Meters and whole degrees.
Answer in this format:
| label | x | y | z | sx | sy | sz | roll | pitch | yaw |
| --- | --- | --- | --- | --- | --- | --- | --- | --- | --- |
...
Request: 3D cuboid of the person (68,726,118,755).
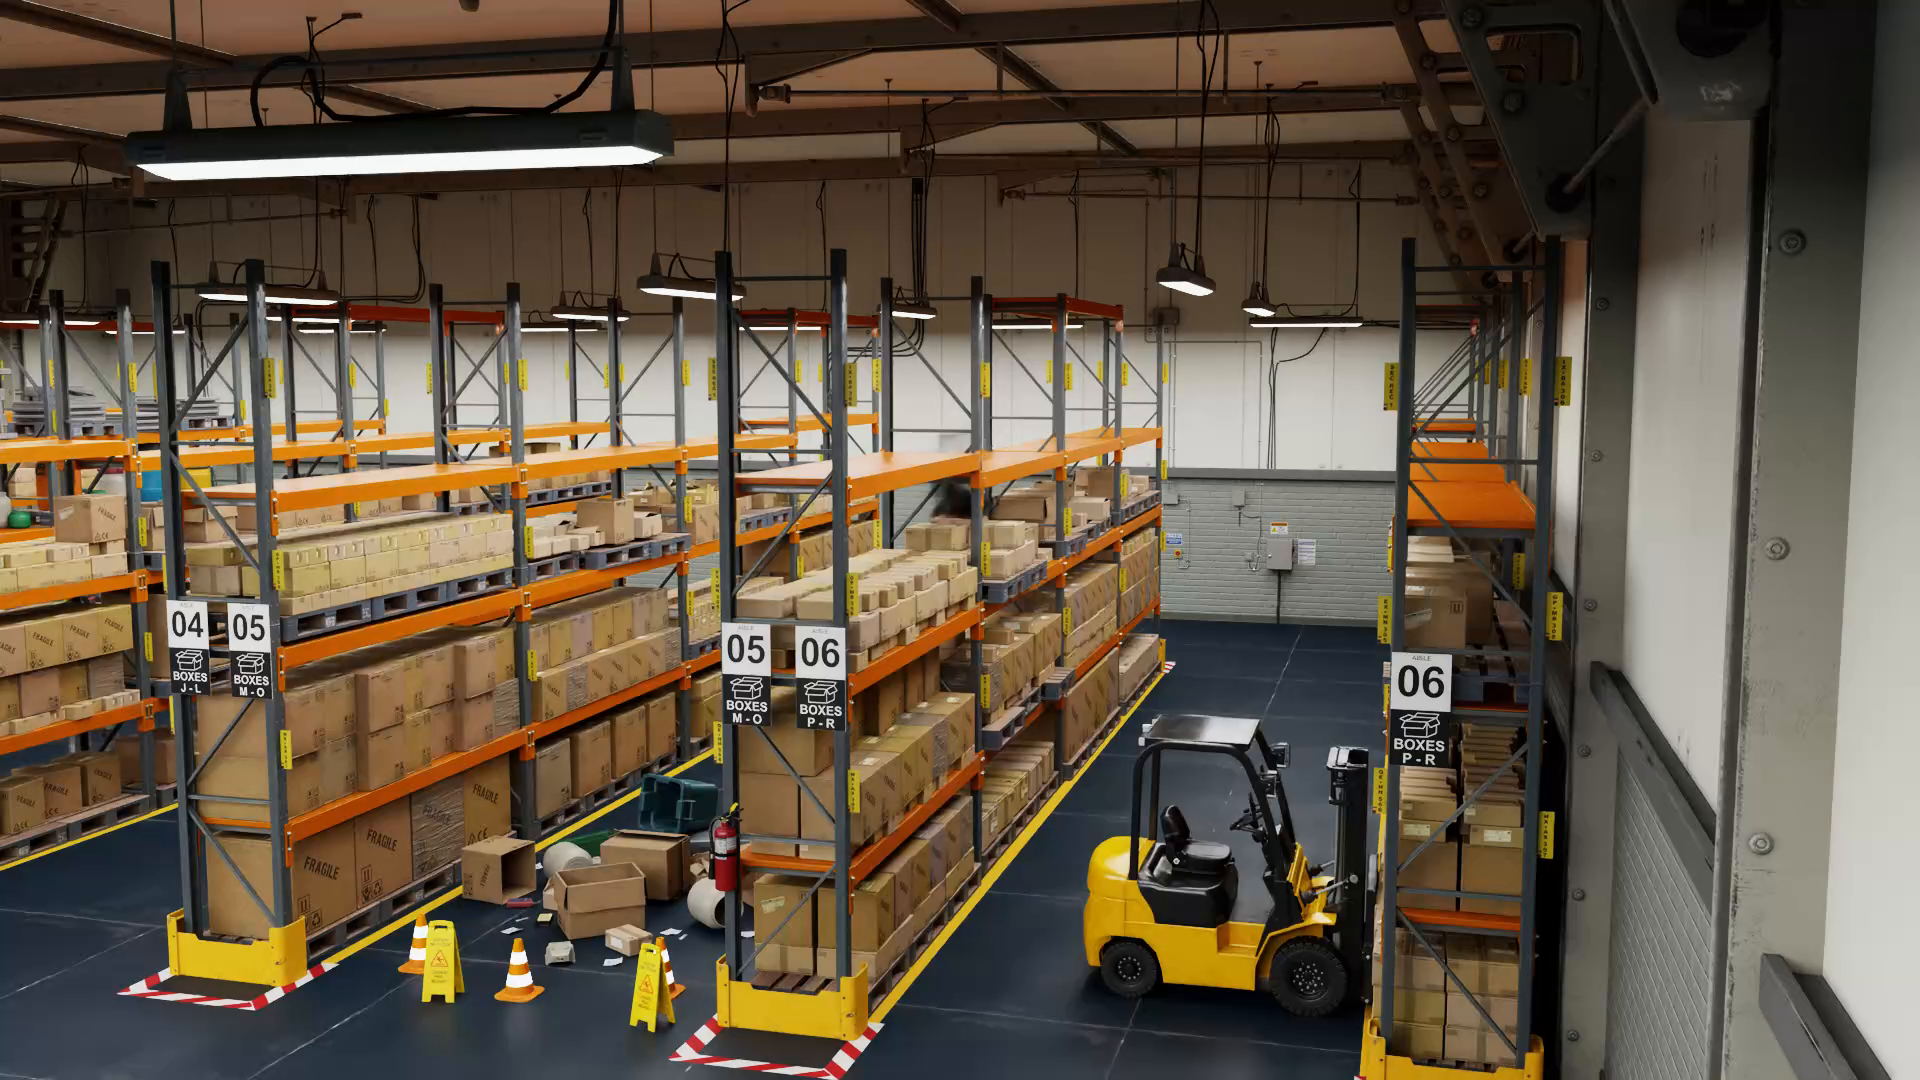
| label | x | y | z | sx | sy | sz | roll | pitch | yaw |
| --- | --- | --- | --- | --- | --- | --- | --- | --- | --- |
| person | -11.334 | 2.000 | 21.504 | 0.687 | 1.769 | 0.869 | 1 | 6 | 14 |
